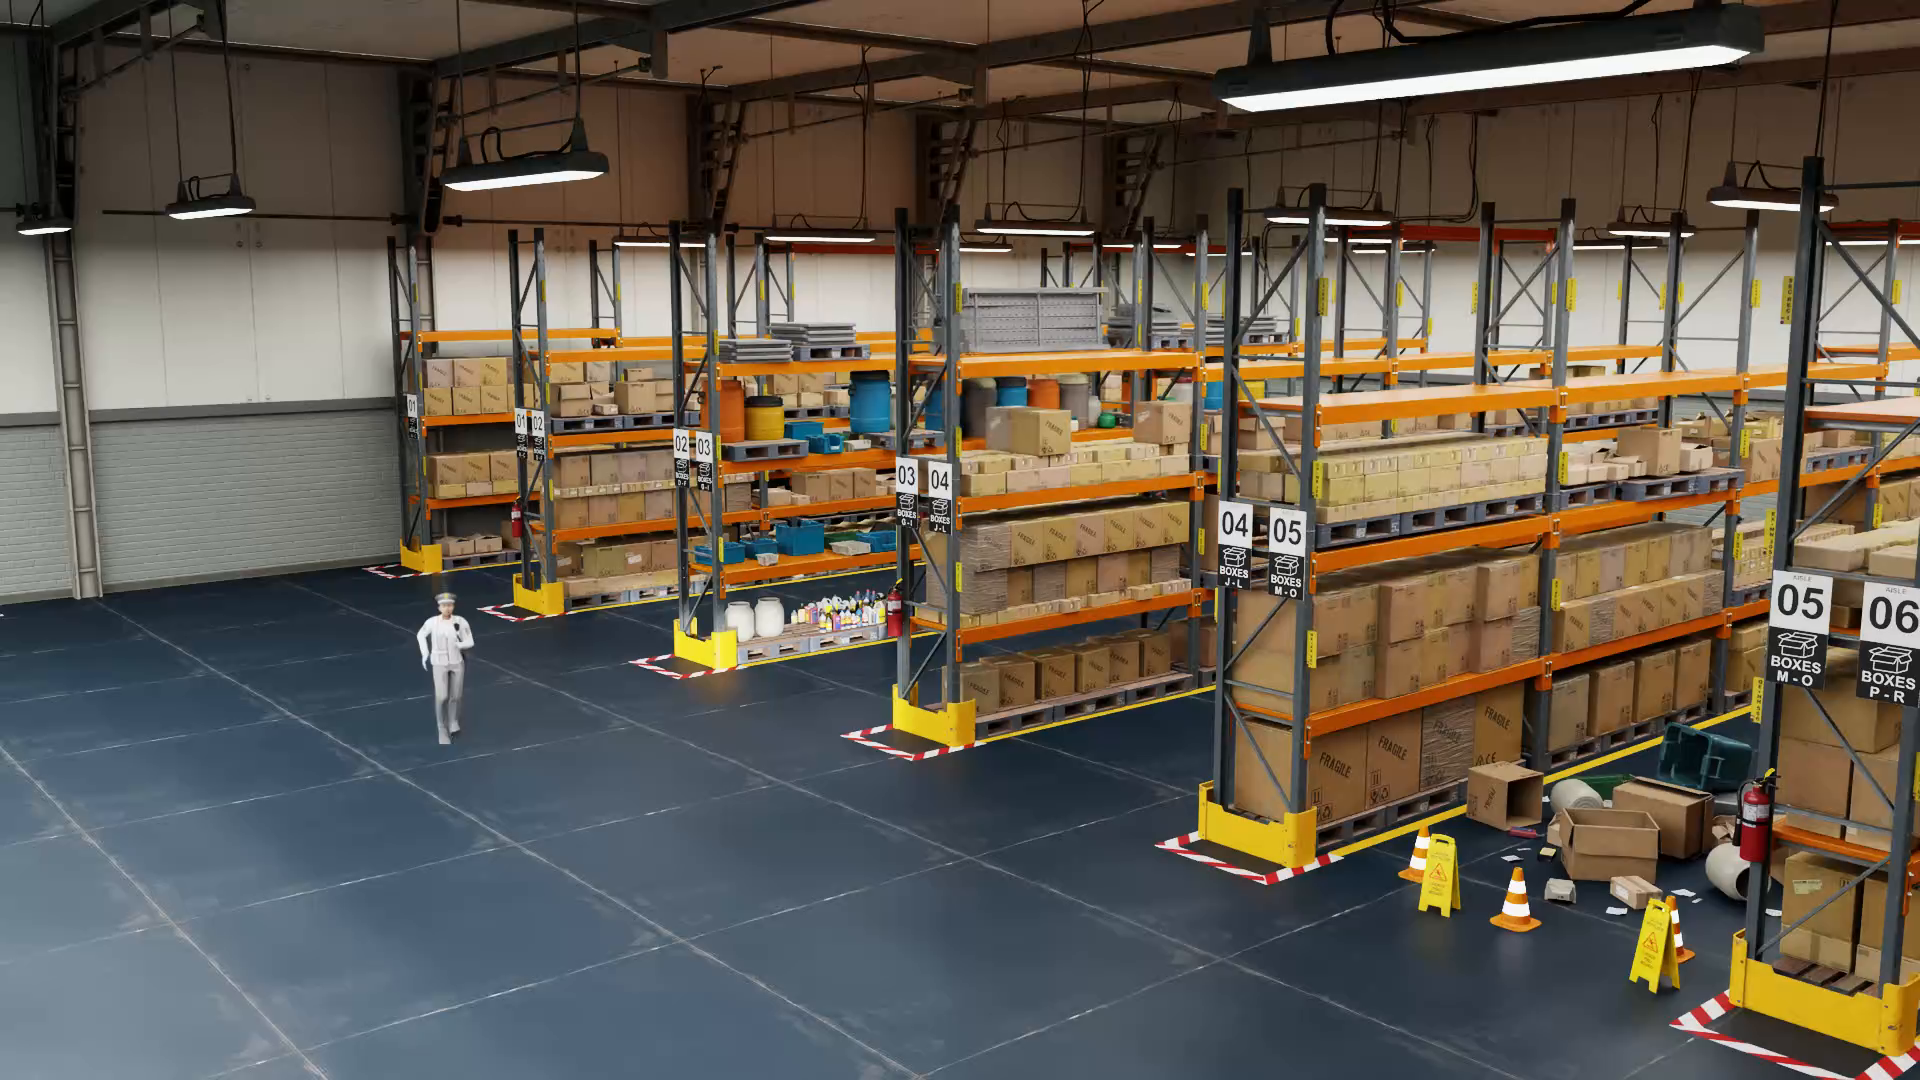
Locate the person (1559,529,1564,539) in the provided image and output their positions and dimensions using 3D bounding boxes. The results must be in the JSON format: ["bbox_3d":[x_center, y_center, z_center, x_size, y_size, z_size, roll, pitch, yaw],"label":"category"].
[{"bbox_3d":[8.529,0.648,23.976,0.652,1.718,0.653,6,11,36],"label":"person"}]

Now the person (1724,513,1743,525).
[{"bbox_3d":[11.544,0.482,24.850,0.893,1.815,0.641,-5,10,-31],"label":"person"}]

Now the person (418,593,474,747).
[{"bbox_3d":[-5.807,1.453,18.861,0.576,1.744,0.732,-4,10,-23],"label":"person"}]
